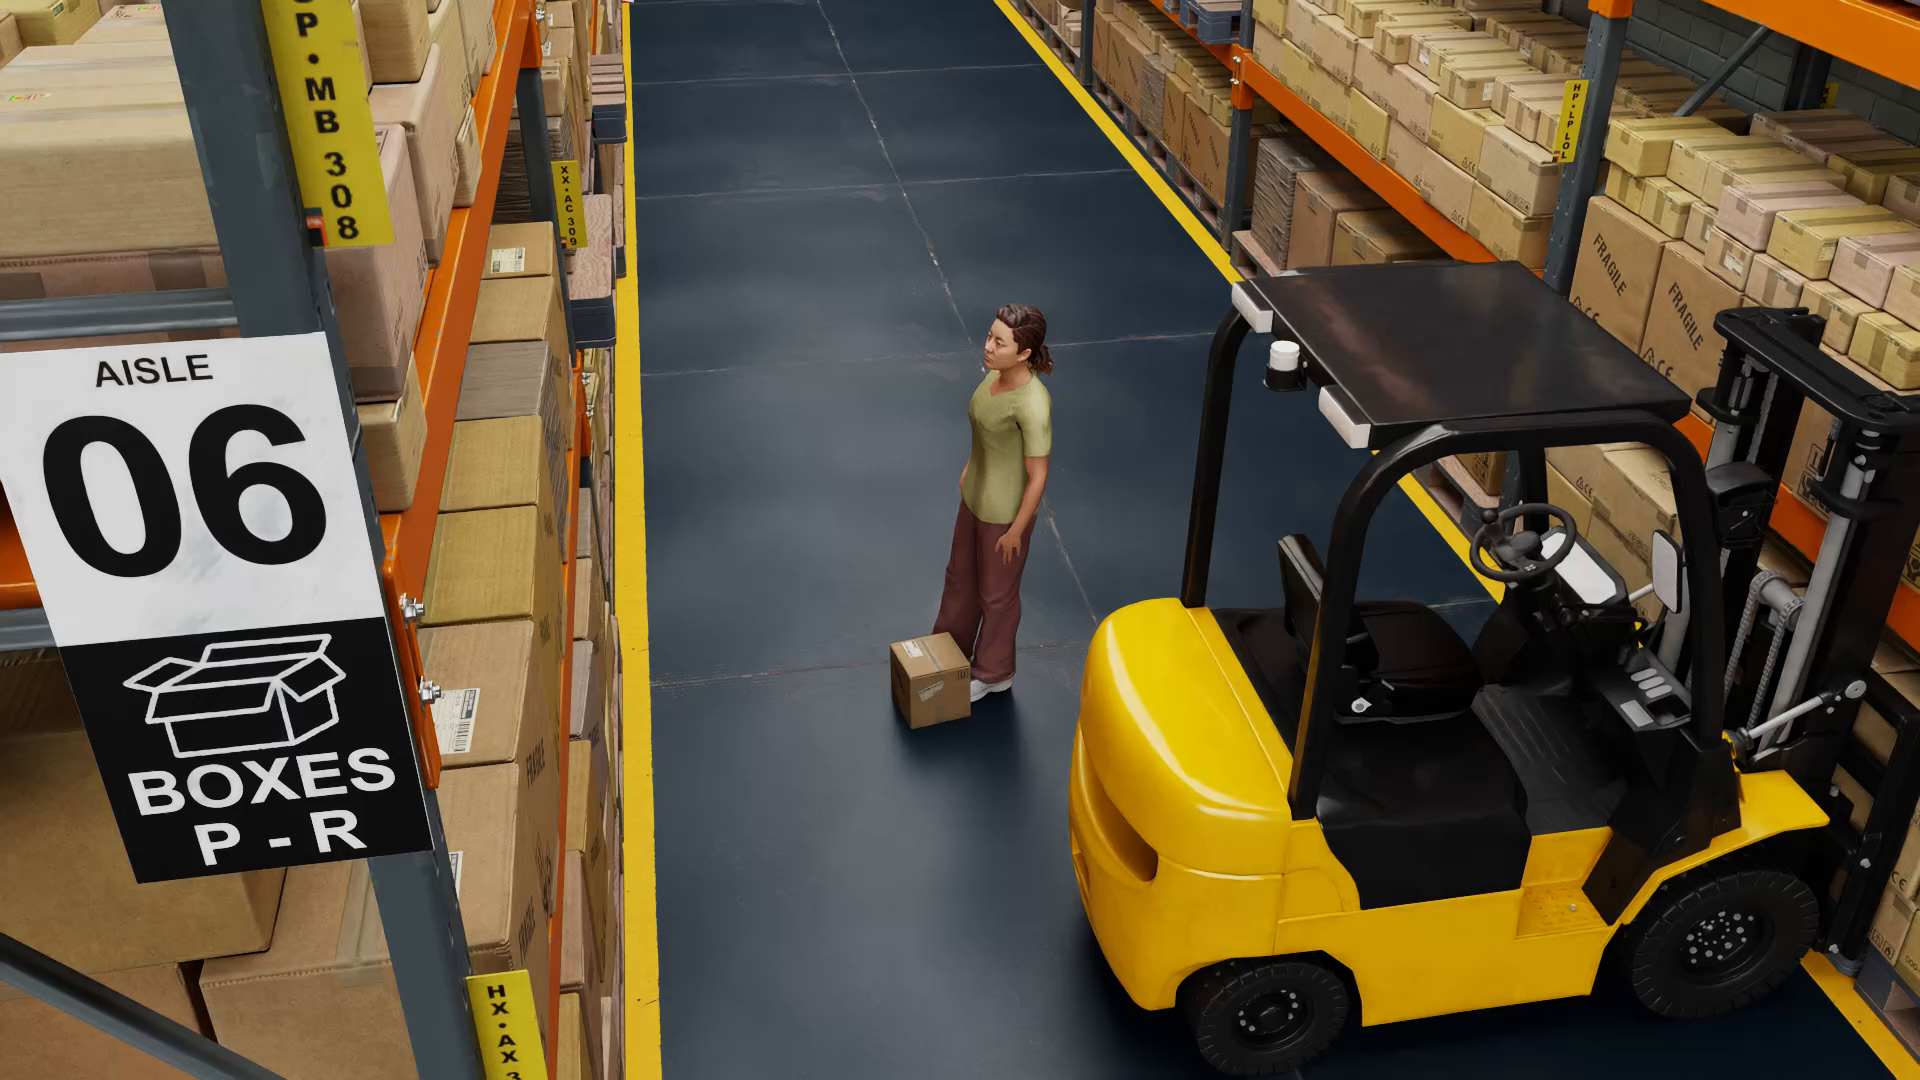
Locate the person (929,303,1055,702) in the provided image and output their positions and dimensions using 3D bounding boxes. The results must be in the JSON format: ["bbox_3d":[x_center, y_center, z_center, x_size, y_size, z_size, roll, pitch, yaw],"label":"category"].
[{"bbox_3d":[0.076,-0.117,6.310,0.548,1.674,0.552,-10,32,-15],"label":"person"}]
